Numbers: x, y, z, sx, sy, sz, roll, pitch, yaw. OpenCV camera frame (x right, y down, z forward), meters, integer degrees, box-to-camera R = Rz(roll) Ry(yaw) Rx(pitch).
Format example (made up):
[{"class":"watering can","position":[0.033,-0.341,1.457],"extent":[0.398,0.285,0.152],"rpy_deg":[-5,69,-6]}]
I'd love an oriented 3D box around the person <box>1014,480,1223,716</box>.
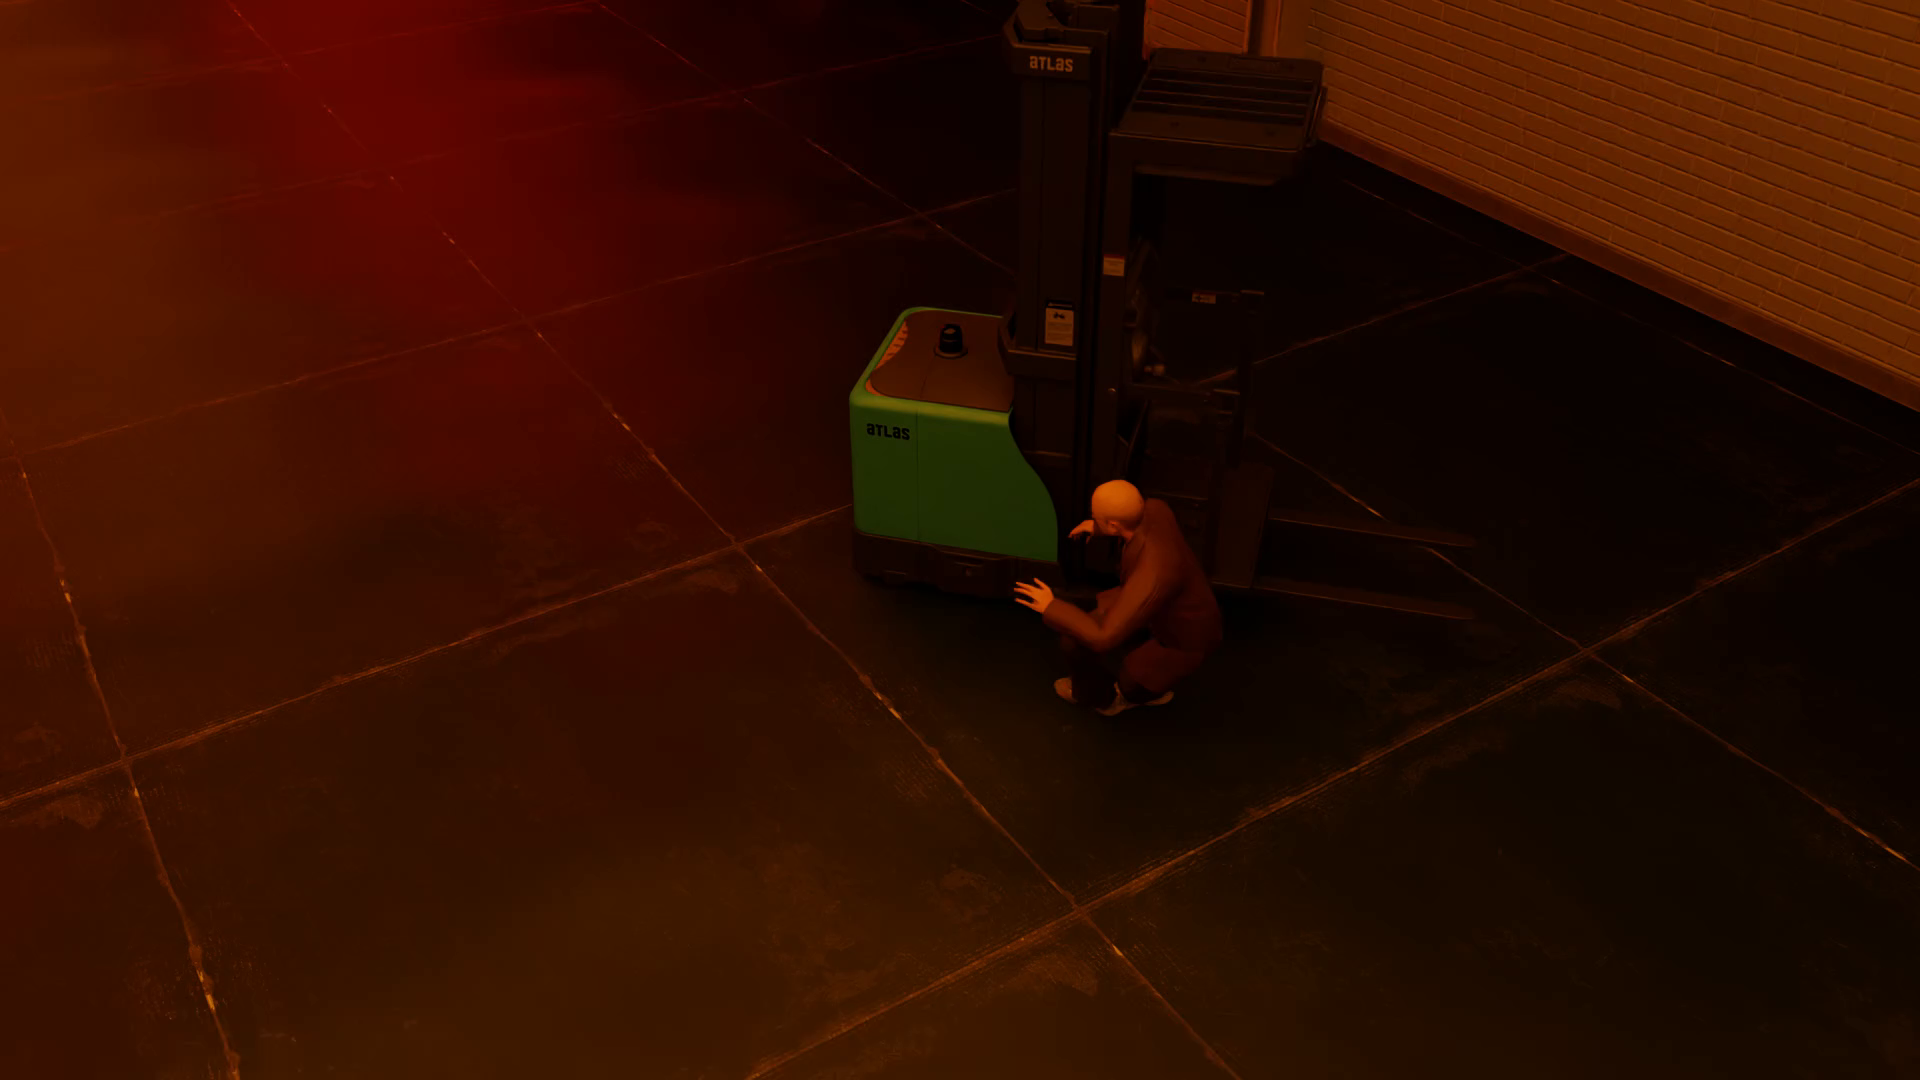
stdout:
[{"class":"person","position":[0.618,0.330,6.908],"extent":[0.906,1.544,1.033],"rpy_deg":[-8,36,-11]}]

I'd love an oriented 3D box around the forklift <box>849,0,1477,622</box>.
[{"class":"forklift","position":[1.035,-1.053,7.646],"extent":[3.031,2.935,1.130],"rpy_deg":[9,36,12]}]
